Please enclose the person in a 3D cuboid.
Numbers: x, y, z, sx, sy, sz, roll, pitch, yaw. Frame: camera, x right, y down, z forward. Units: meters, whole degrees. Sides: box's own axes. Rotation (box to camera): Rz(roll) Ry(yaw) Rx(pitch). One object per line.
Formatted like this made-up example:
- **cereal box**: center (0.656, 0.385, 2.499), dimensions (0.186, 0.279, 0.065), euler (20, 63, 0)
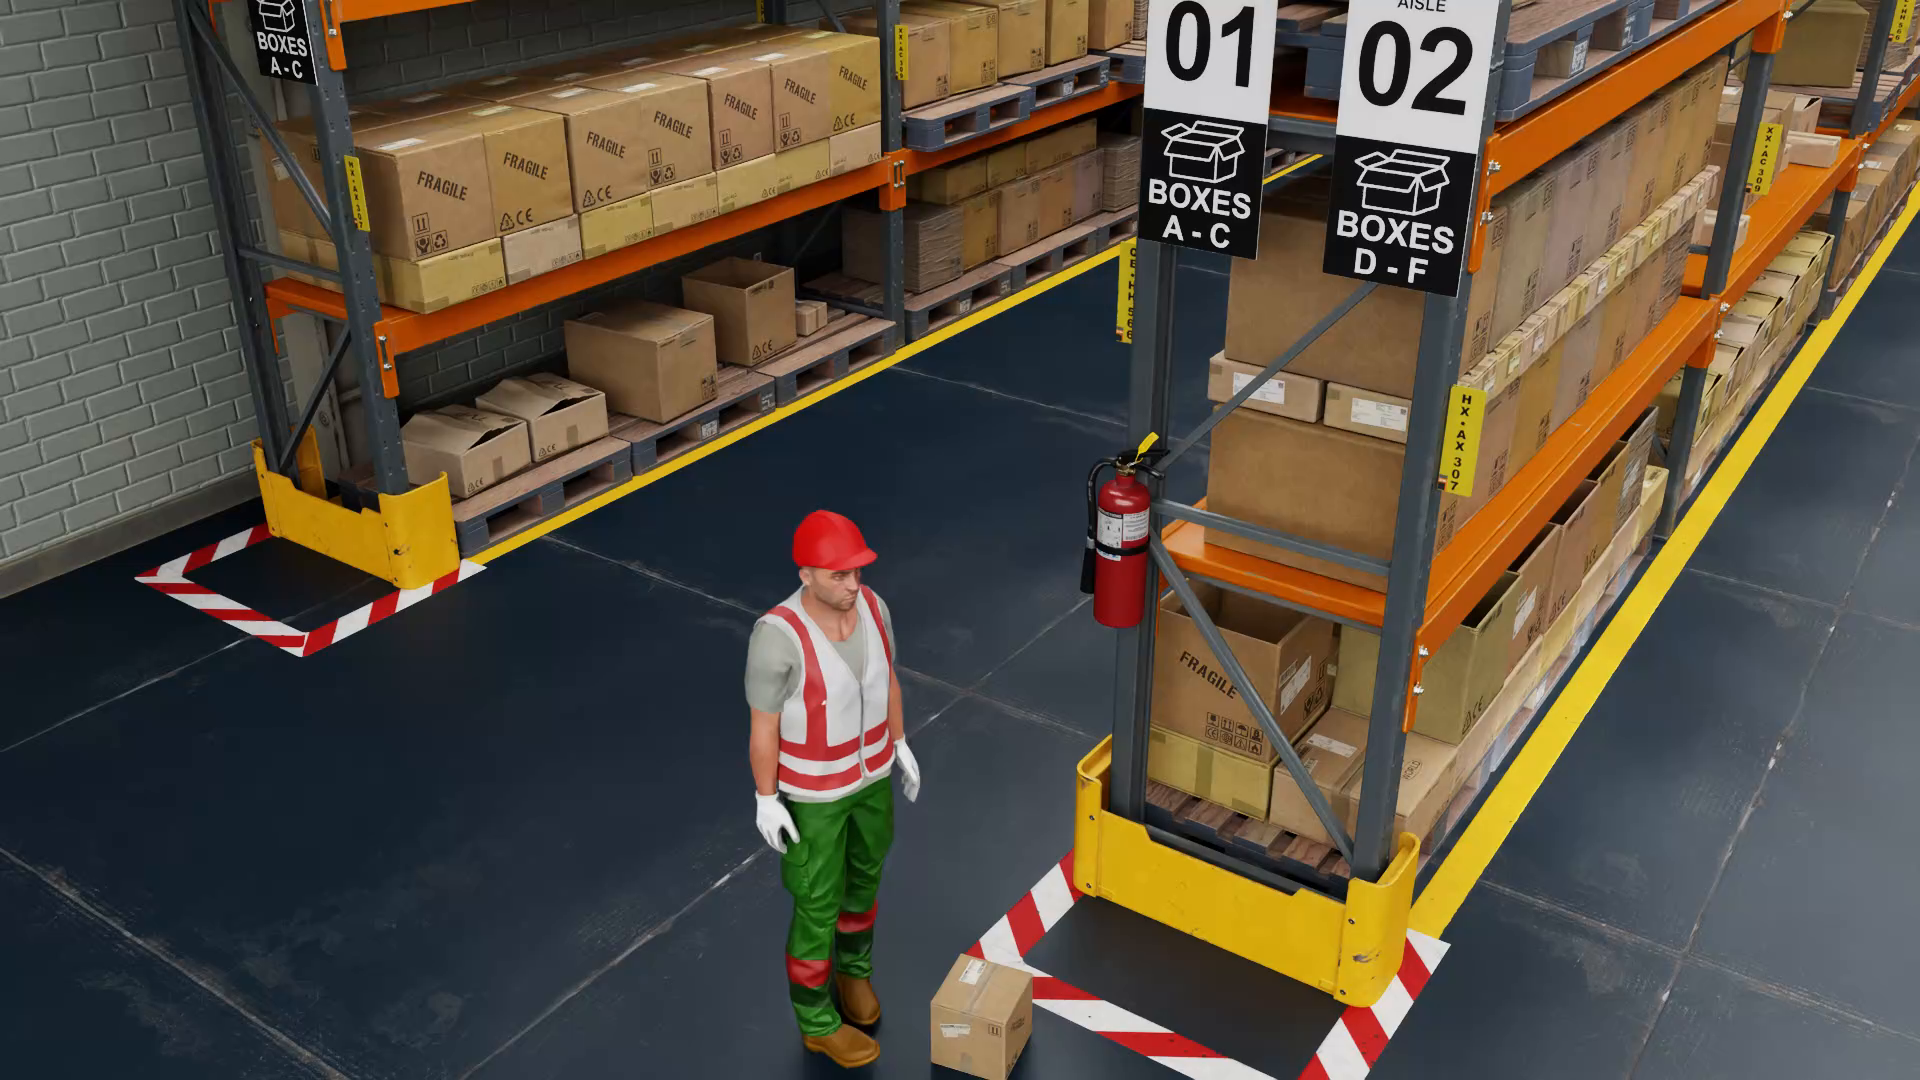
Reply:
- **person**: center (-0.327, 0.755, 5.070), dimensions (0.489, 1.798, 0.568), euler (24, 35, 39)
